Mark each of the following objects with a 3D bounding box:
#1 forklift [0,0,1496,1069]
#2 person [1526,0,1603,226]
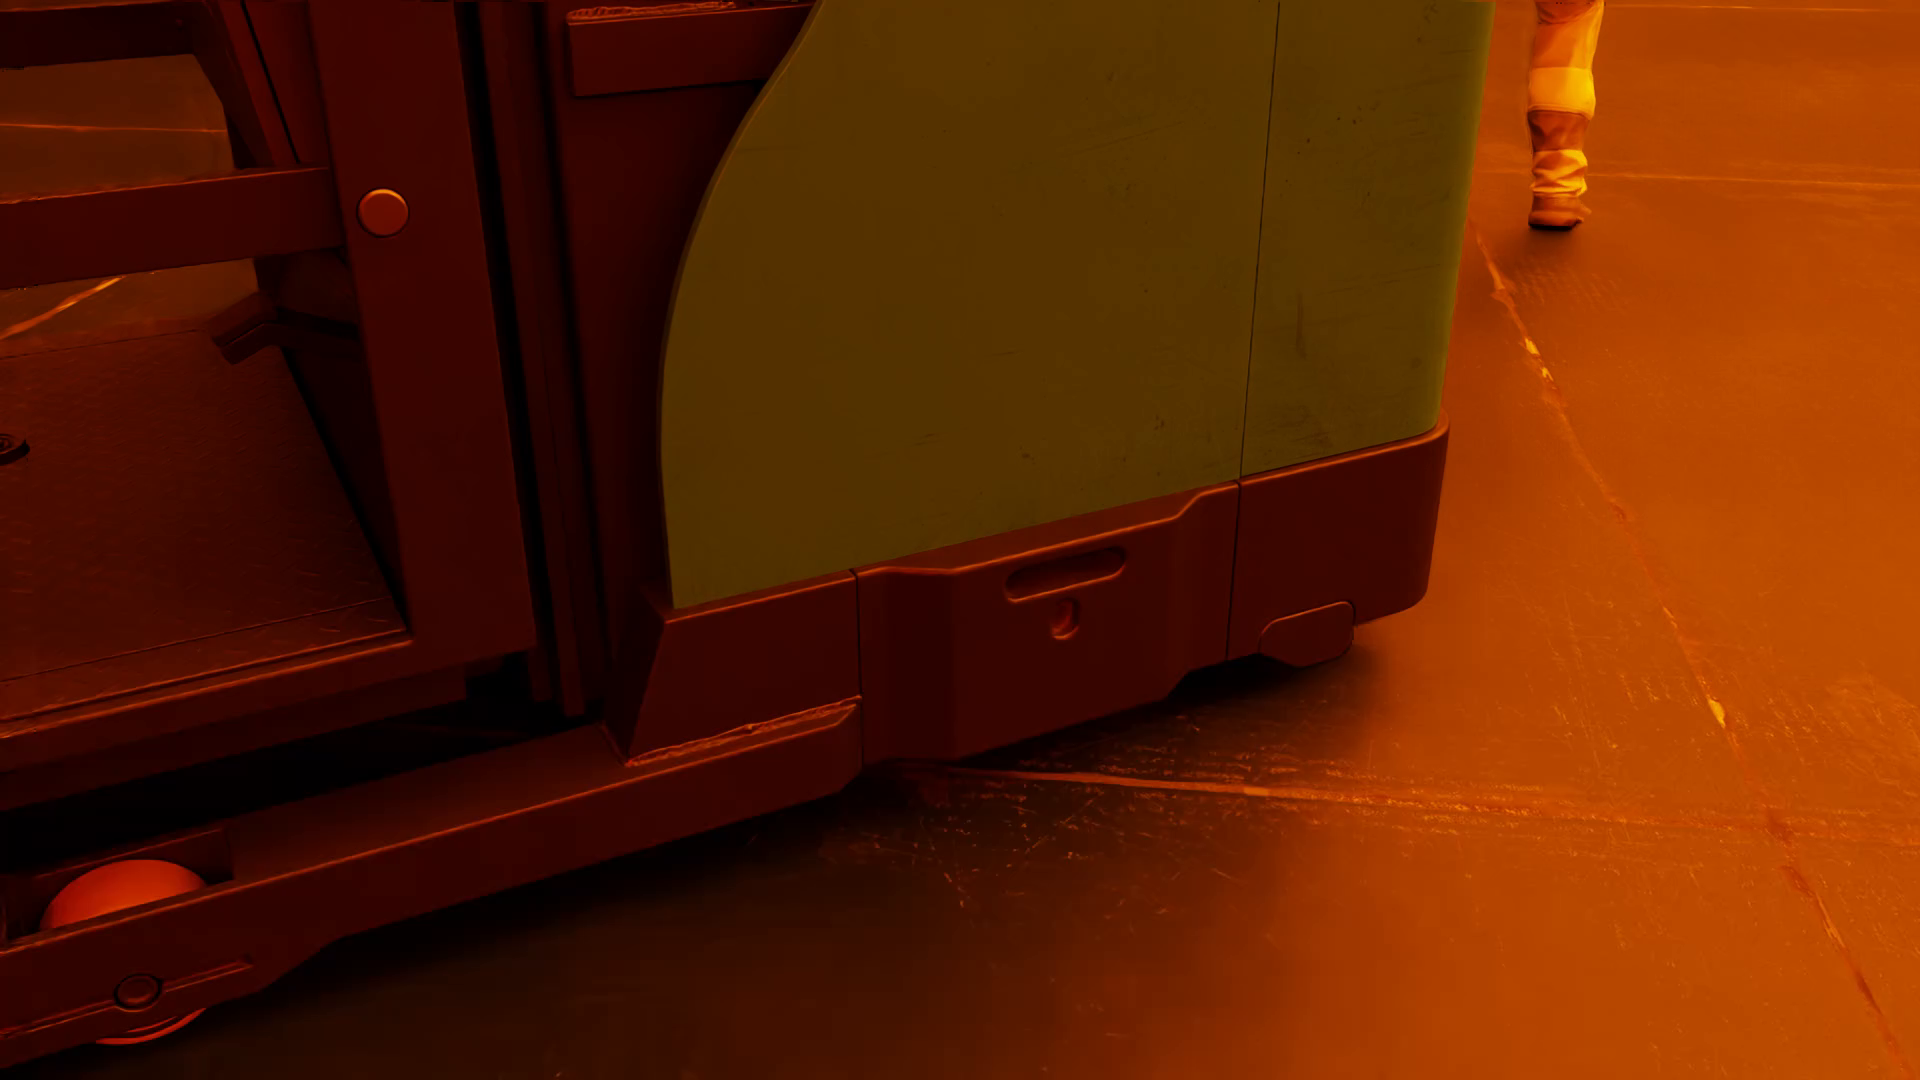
[{"bbox_3d":[-0.924,-1.071,1.364,3.031,2.935,1.130,-13,29,-24],"label":"forklift"},{"bbox_3d":[1.226,-1.476,3.691,1.158,1.655,0.505,2,27,4],"label":"person"}]
